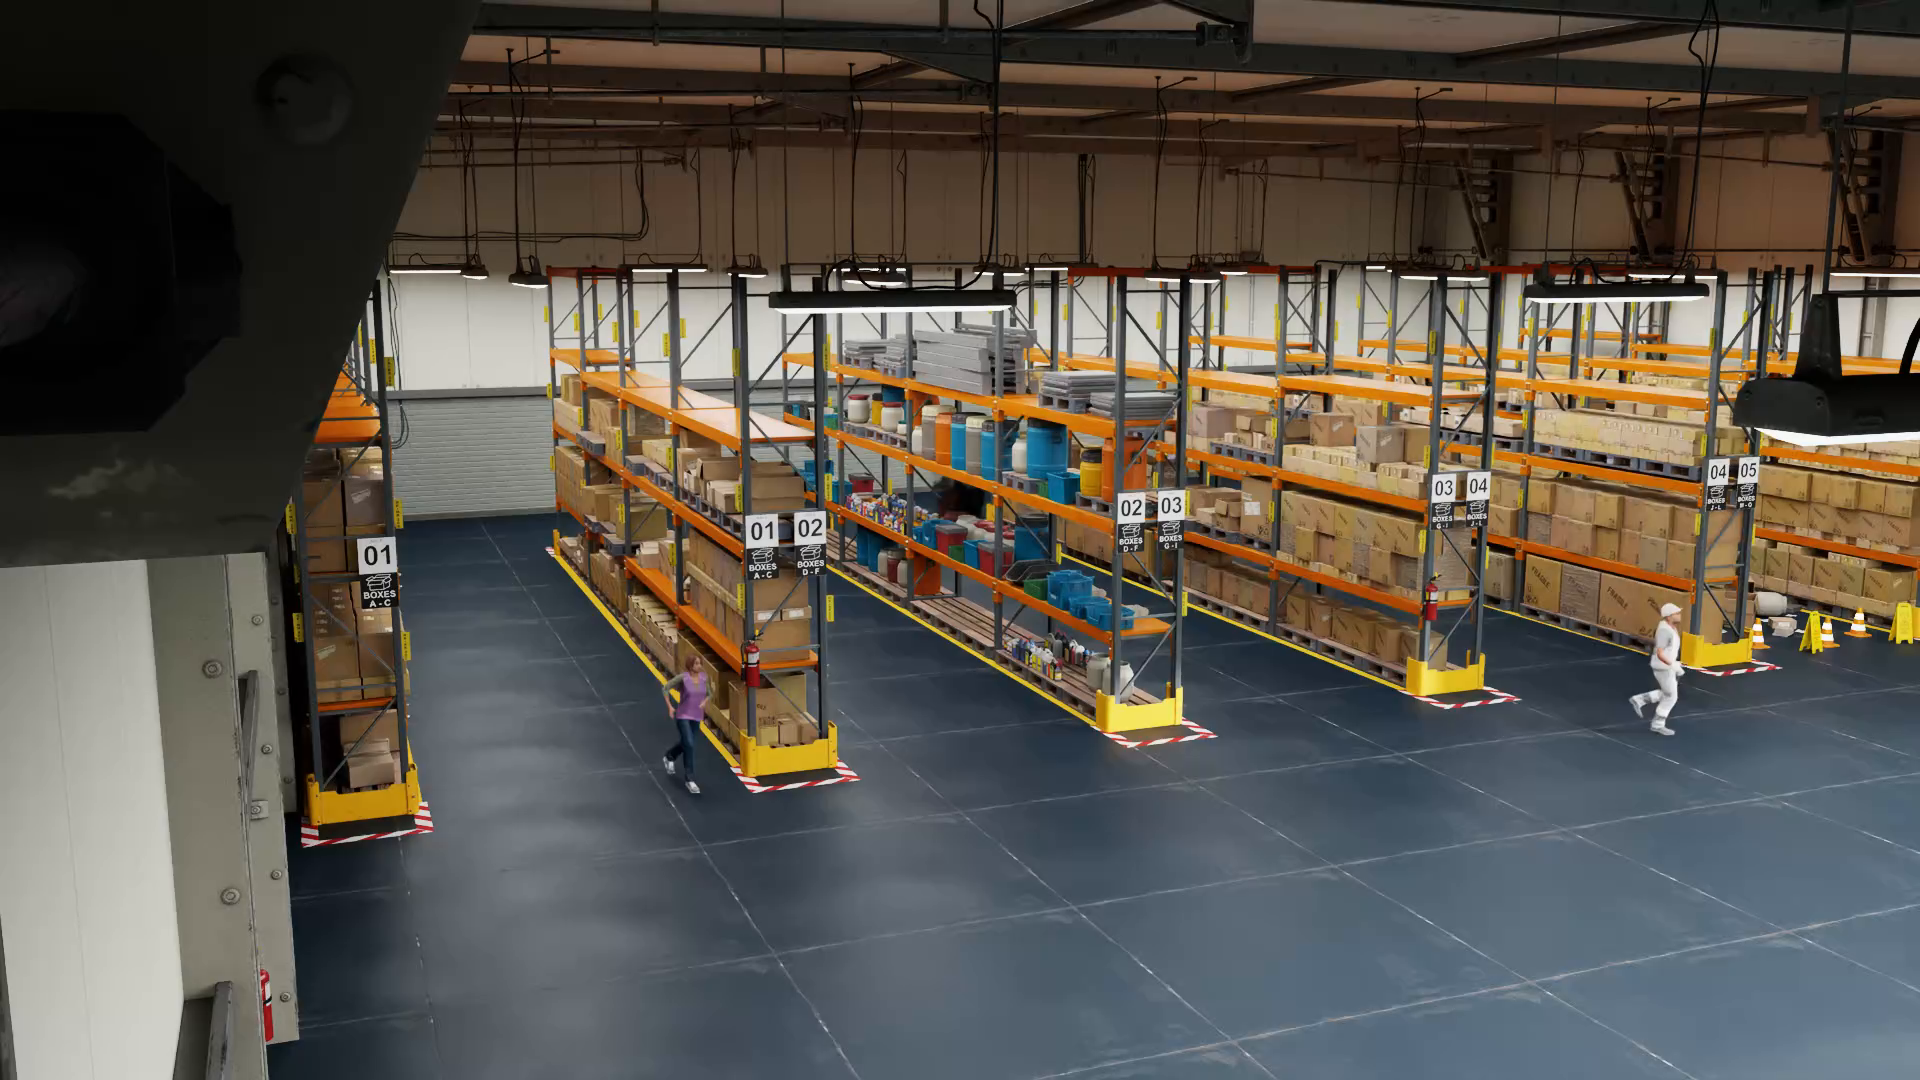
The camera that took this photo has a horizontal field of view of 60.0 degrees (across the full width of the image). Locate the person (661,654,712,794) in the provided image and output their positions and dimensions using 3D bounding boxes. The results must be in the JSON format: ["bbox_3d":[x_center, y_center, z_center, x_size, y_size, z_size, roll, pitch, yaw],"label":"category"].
[{"bbox_3d":[-3.218,2.130,19.835,0.580,1.580,0.873,-9,13,-41],"label":"person"}]

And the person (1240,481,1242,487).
[{"bbox_3d":[7.375,-1.759,42.281,0.515,1.570,0.536,-3,10,-17],"label":"person"}]

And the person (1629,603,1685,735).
[{"bbox_3d":[9.228,1.685,21.992,0.668,1.759,0.667,5,11,24],"label":"person"}]

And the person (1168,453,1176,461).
[{"bbox_3d":[5.236,-1.639,41.560,0.747,1.568,0.680,-4,11,-20],"label":"person"}]

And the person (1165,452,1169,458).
[{"bbox_3d":[4.676,-1.204,38.578,0.727,1.711,0.581,-4,11,-21],"label":"person"}]
